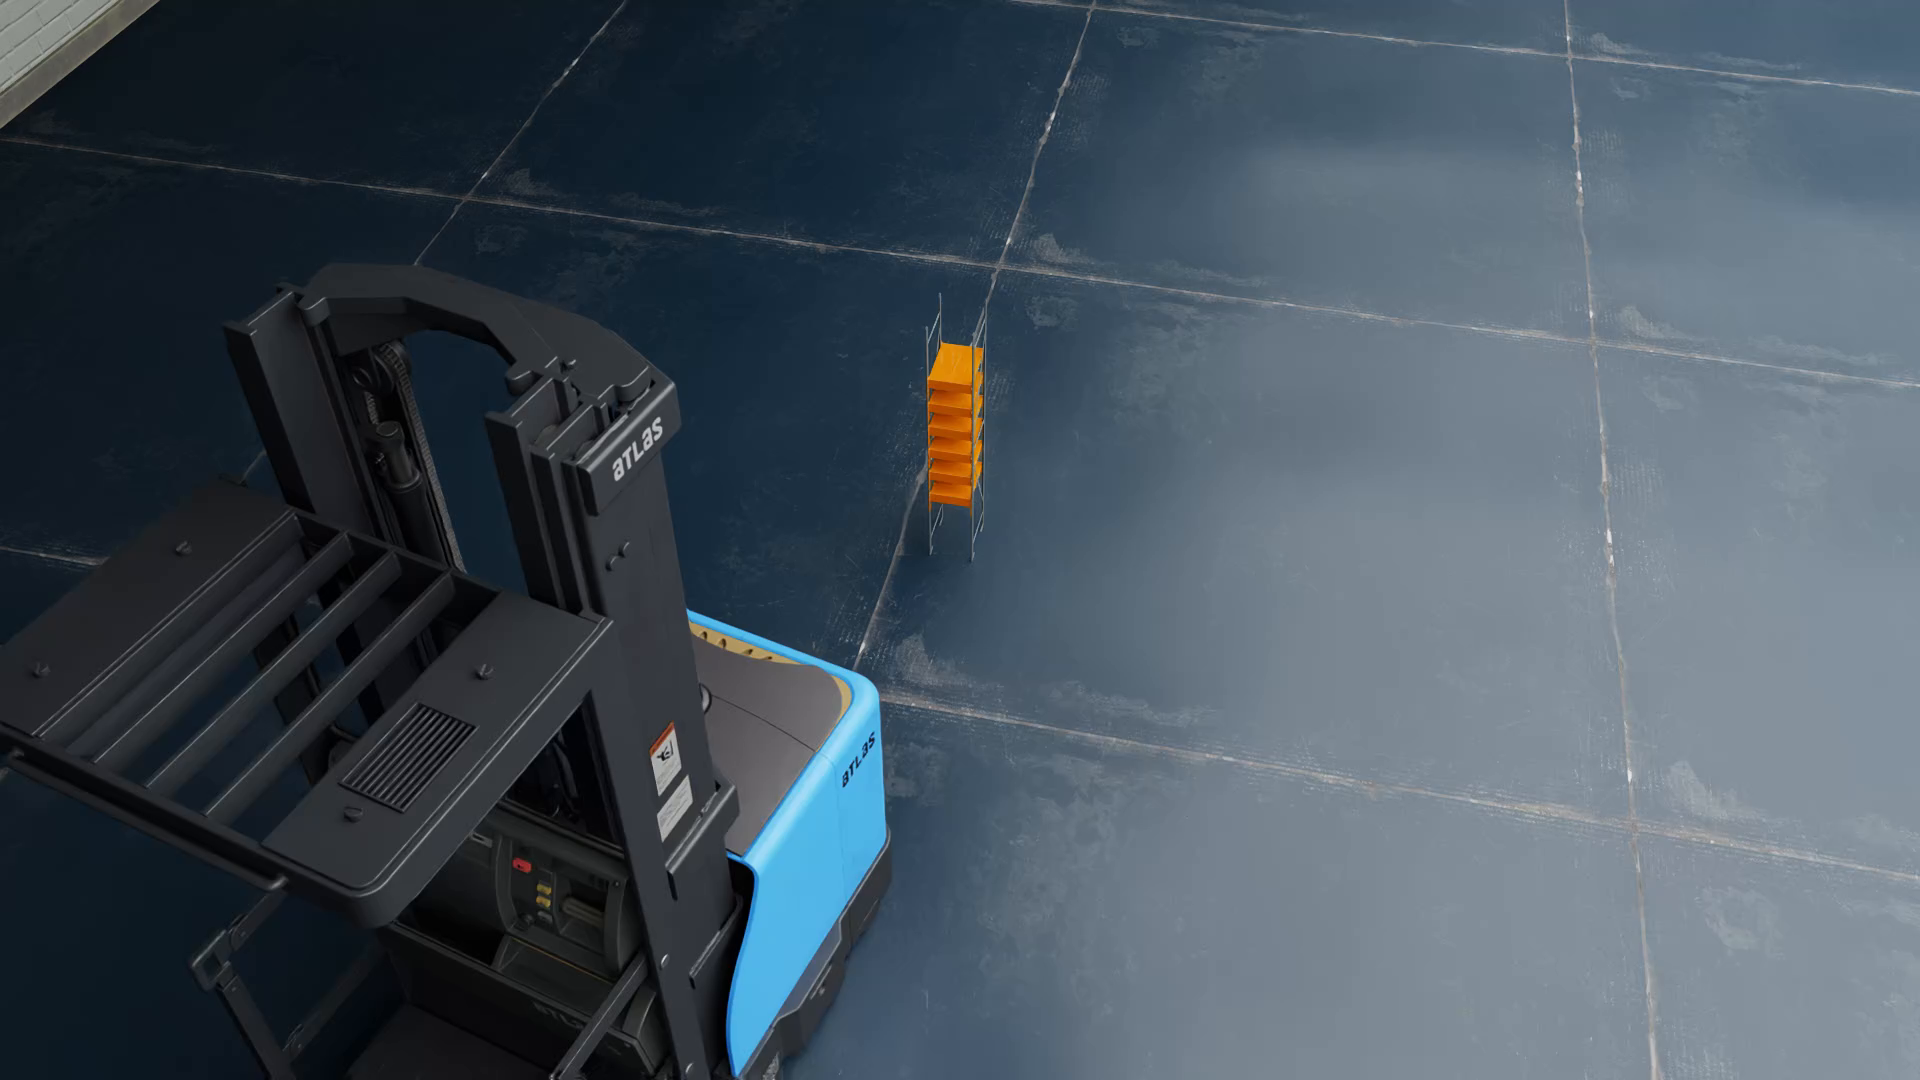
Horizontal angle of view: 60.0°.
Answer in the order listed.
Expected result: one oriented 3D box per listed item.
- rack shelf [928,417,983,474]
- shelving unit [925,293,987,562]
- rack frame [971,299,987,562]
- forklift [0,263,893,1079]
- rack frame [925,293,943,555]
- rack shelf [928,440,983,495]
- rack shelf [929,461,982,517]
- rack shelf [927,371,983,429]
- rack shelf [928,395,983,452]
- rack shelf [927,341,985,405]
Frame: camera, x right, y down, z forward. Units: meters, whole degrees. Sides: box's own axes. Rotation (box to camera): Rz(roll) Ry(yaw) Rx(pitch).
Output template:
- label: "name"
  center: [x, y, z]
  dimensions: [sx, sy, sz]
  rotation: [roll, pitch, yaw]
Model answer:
- label: "rack shelf"
  center: [-0.014, -0.402, 6.827]
  dimensions: [0.180, 0.103, 0.258]
  rotation: [9, 45, 9]
- label: "shelving unit"
  center: [-0.014, -0.434, 6.796]
  dimensions: [0.189, 1.200, 0.258]
  rotation: [9, 45, 9]
- label: "rack frame"
  center: [0.075, -0.421, 6.782]
  dimensions: [0.006, 1.200, 0.240]
  rotation: [9, 45, 9]
- label: "forklift"
  center: [-1.339, 0.932, 4.128]
  dimensions: [1.130, 2.935, 3.031]
  rotation: [19, 47, 18]
- label: "rack frame"
  center: [-0.103, -0.448, 6.811]
  dimensions: [0.006, 1.200, 0.240]
  rotation: [9, 45, 9]
- label: "rack shelf"
  center: [-0.014, -0.316, 6.910]
  dimensions: [0.180, 0.103, 0.258]
  rotation: [9, 45, 9]
- label: "rack shelf"
  center: [-0.014, -0.230, 6.993]
  dimensions: [0.180, 0.103, 0.258]
  rotation: [9, 45, 9]
- label: "rack shelf"
  center: [-0.014, -0.575, 6.661]
  dimensions: [0.180, 0.103, 0.258]
  rotation: [9, 45, 9]
- label: "rack shelf"
  center: [-0.014, -0.489, 6.744]
  dimensions: [0.180, 0.103, 0.258]
  rotation: [9, 45, 9]
- label: "rack shelf"
  center: [-0.014, -0.662, 6.577]
  dimensions: [0.180, 0.103, 0.258]
  rotation: [9, 45, 9]
